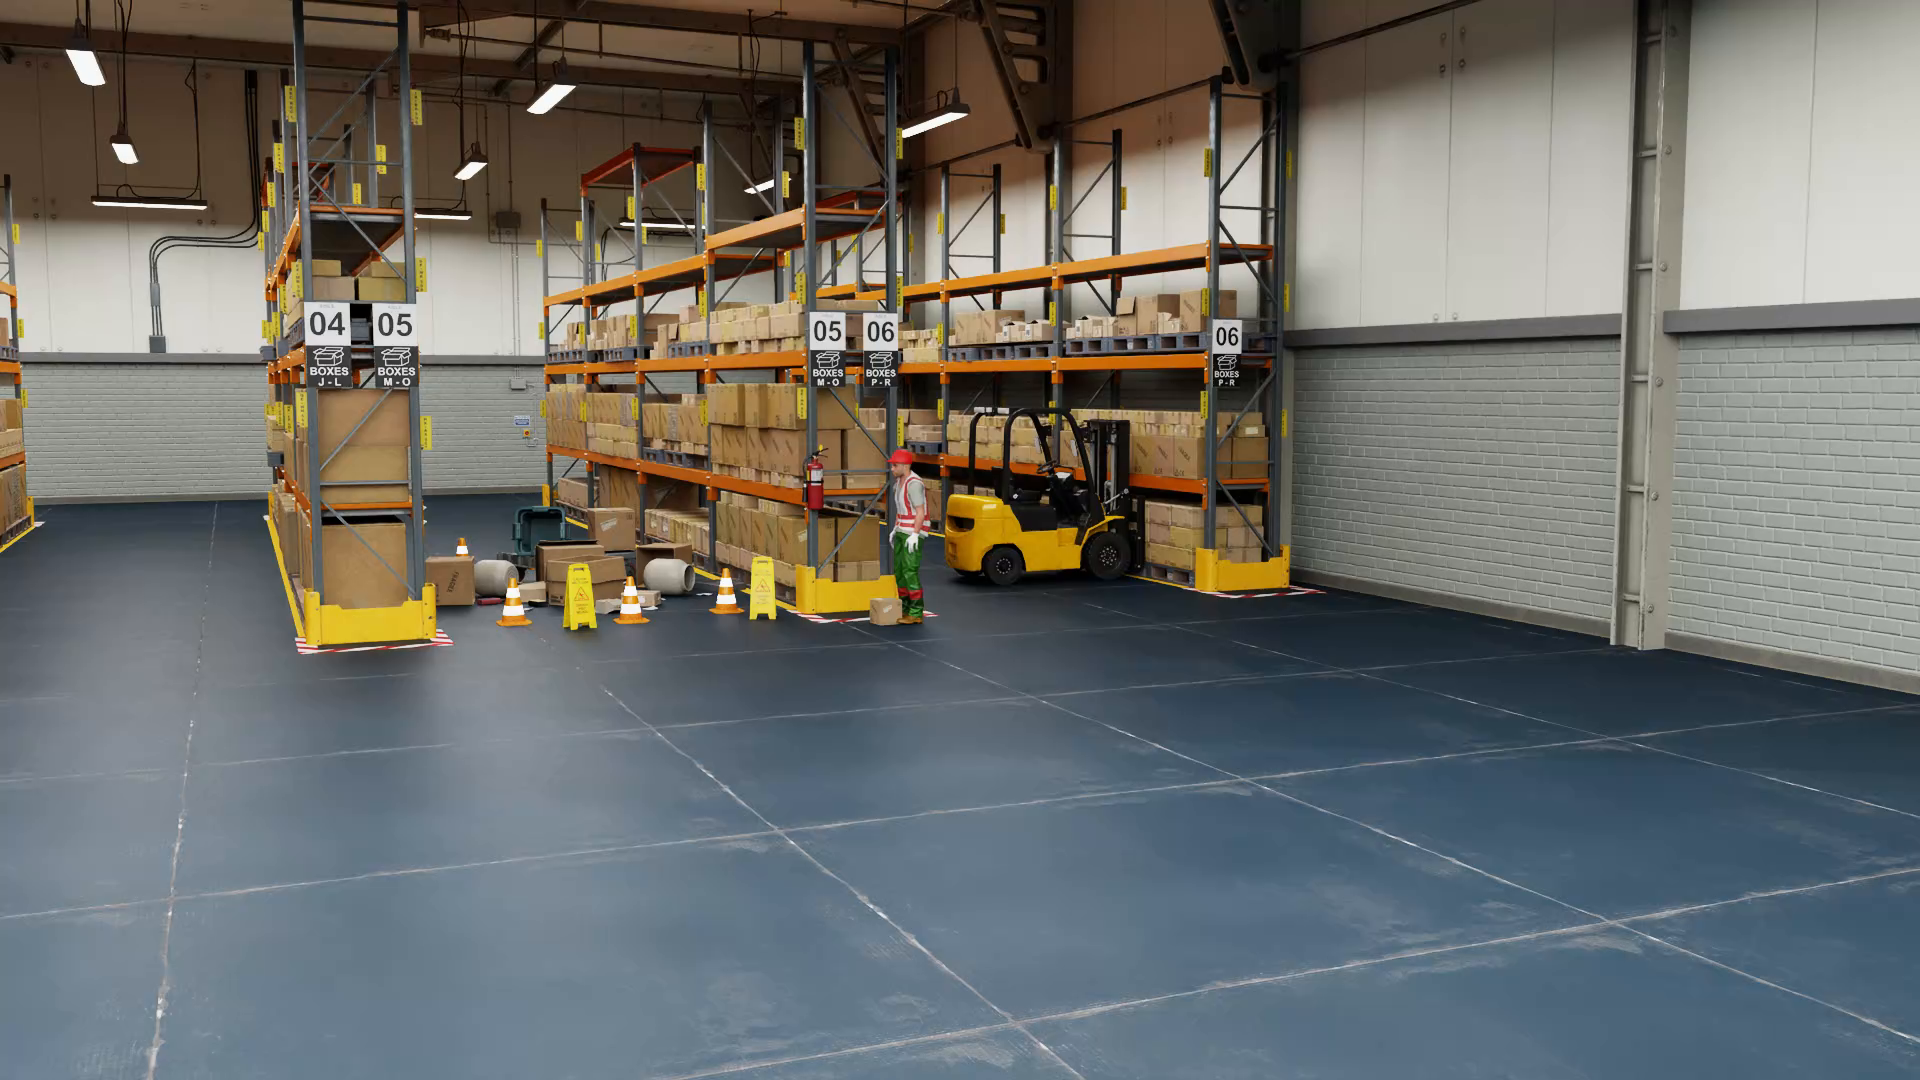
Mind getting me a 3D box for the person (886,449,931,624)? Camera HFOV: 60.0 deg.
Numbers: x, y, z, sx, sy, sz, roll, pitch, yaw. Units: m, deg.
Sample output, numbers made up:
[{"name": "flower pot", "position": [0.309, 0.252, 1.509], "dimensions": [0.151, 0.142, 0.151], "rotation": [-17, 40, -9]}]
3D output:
[{"name": "person", "position": [-0.550, -0.040, 17.043], "dimensions": [0.449, 1.779, 0.609], "rotation": [-2, 6, -23]}]
